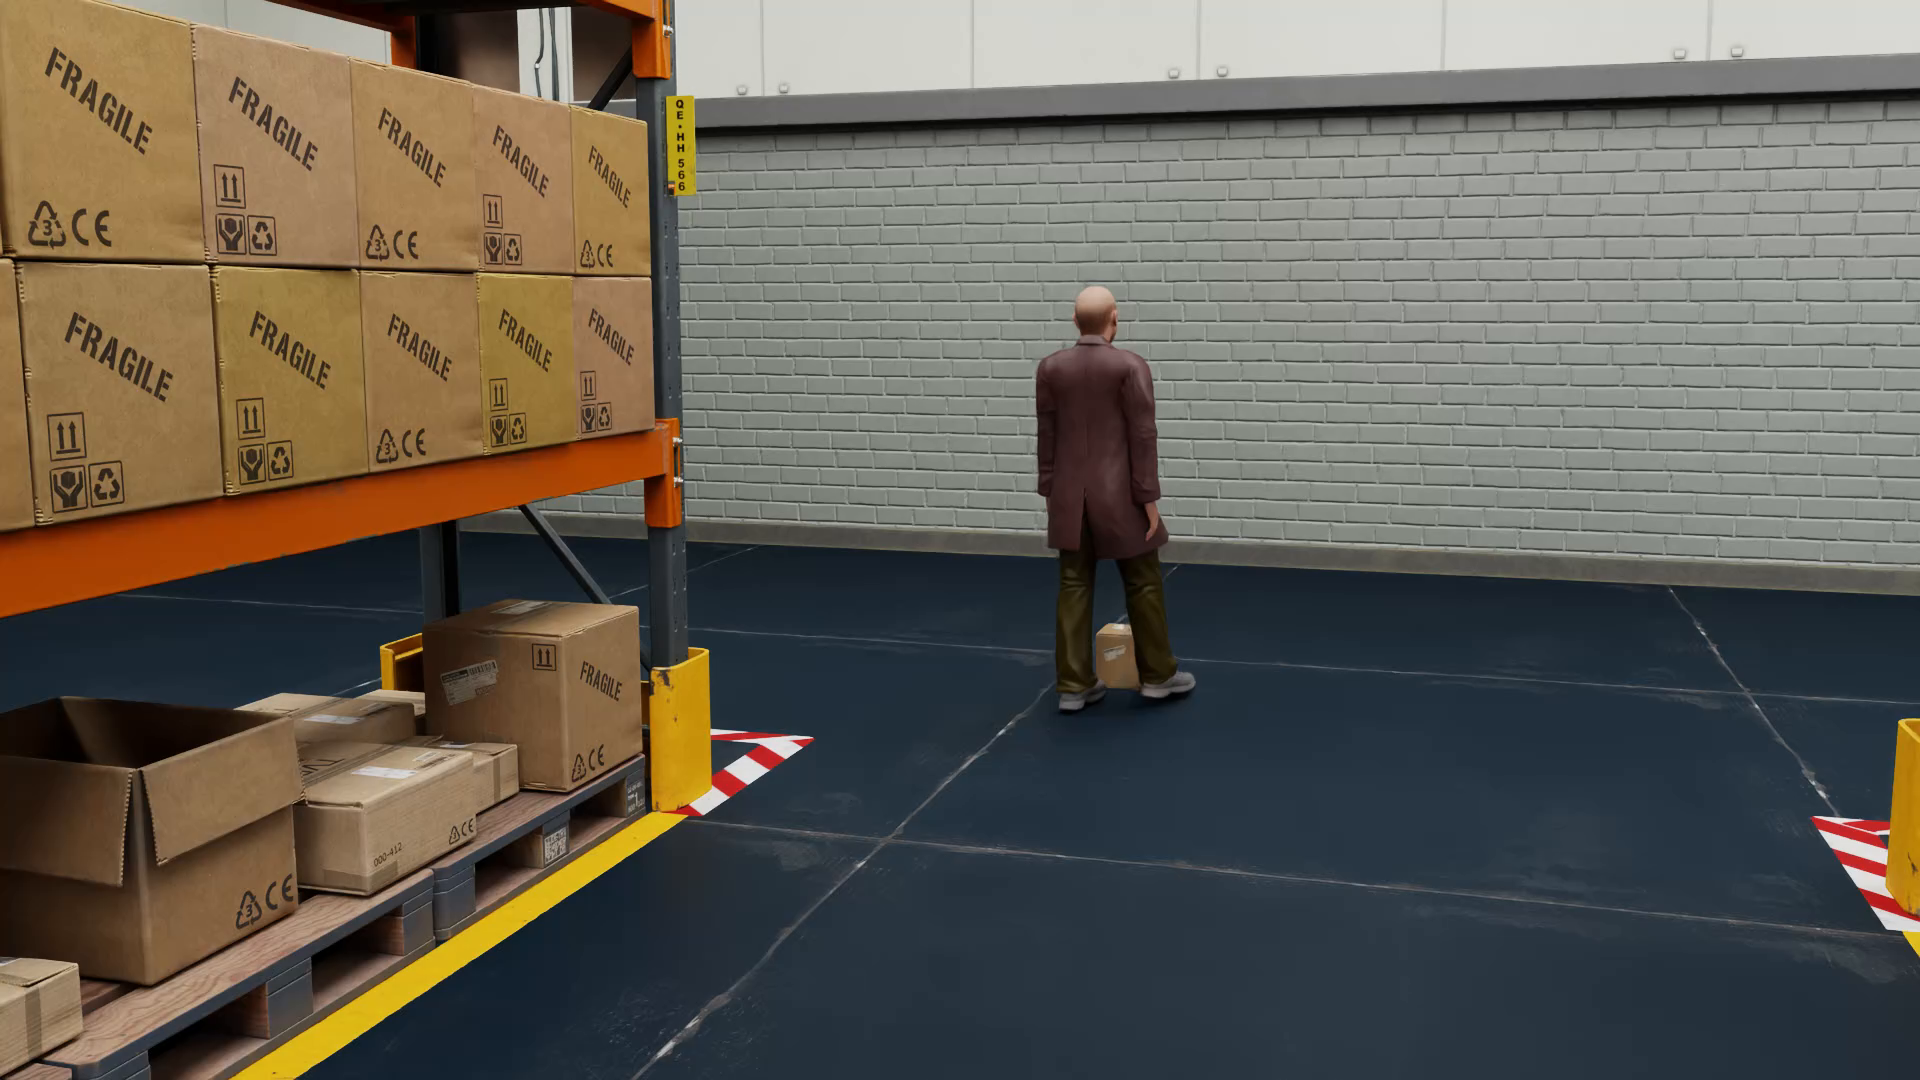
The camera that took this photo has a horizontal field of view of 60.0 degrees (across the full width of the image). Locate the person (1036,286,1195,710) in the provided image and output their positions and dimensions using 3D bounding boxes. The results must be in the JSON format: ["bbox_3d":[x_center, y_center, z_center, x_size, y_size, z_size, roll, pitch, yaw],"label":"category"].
[{"bbox_3d":[0.651,-0.192,7.133,0.599,1.776,0.650,4,9,26],"label":"person"}]
